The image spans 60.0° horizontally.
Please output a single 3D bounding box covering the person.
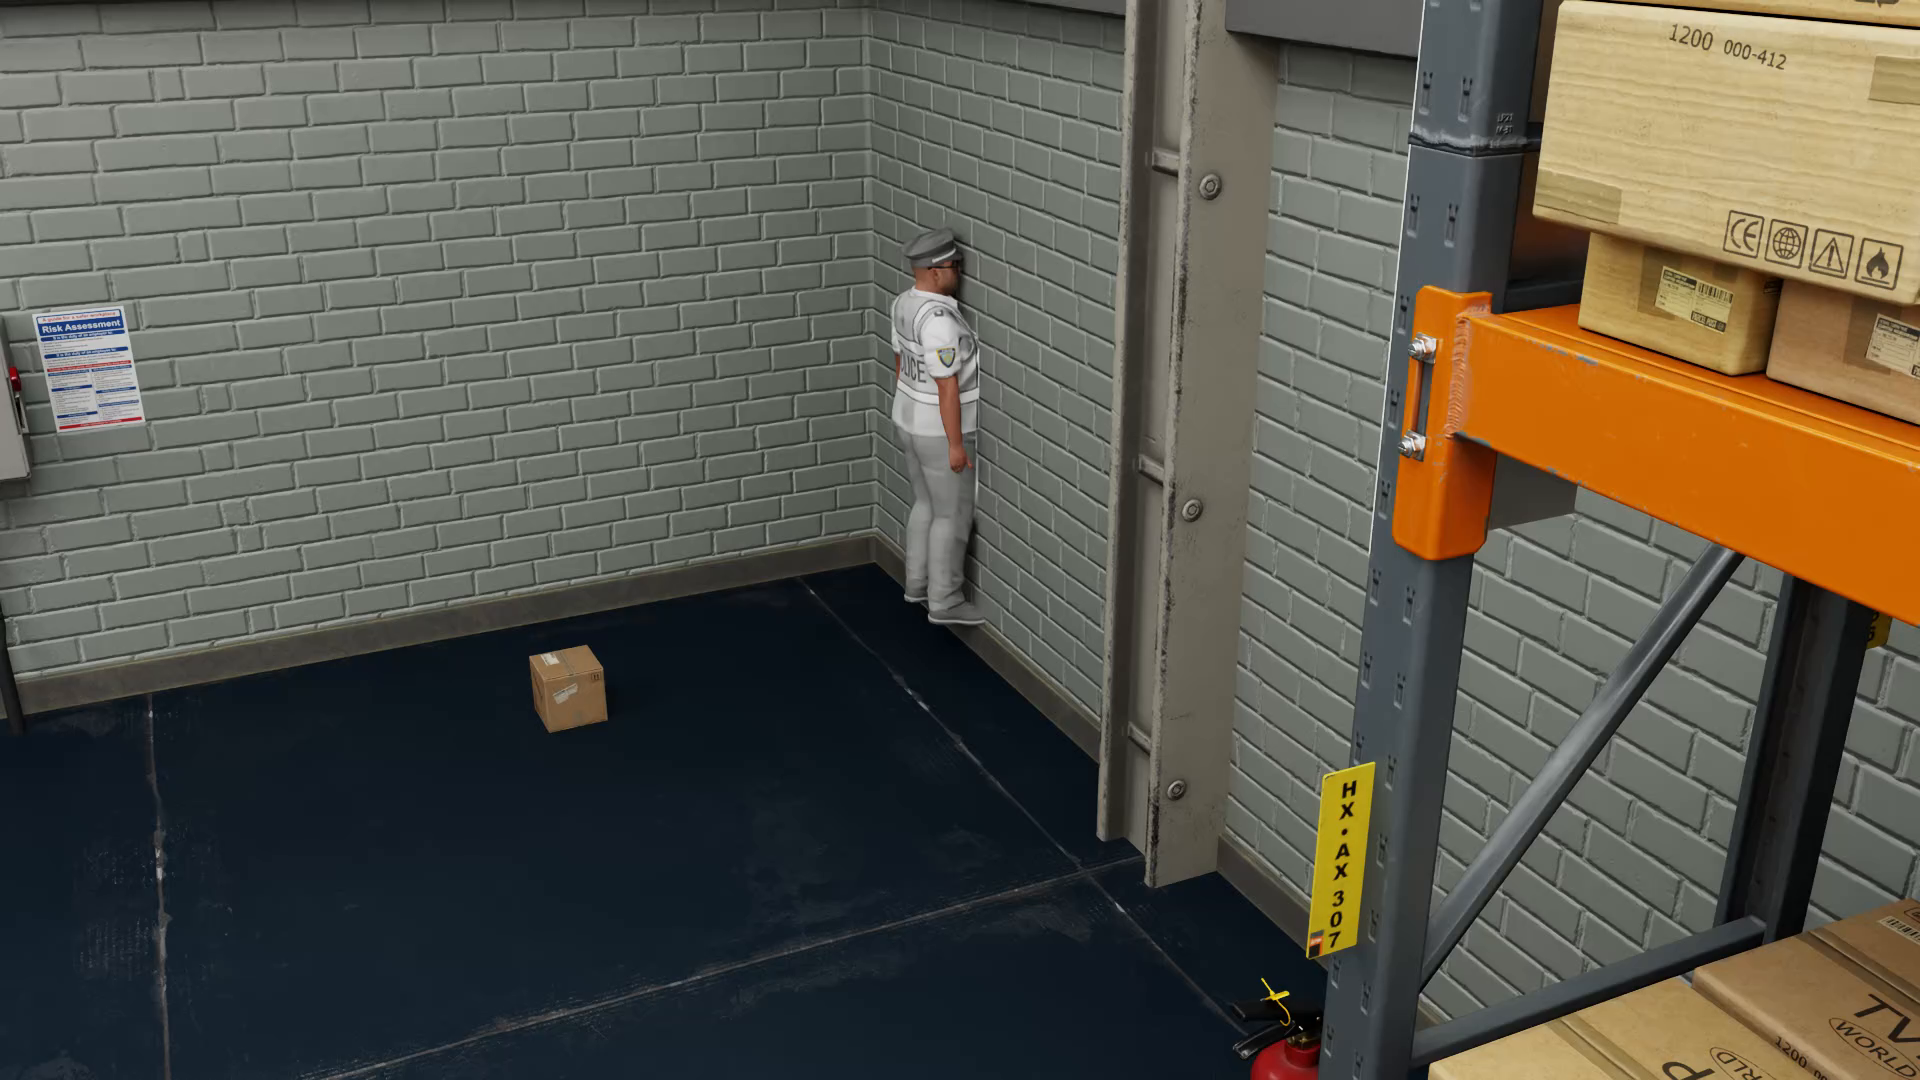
[{"bbox_3d":[-0.083,-0.504,7.396,0.397,1.773,0.529,-9,24,-22],"label":"person"}]
